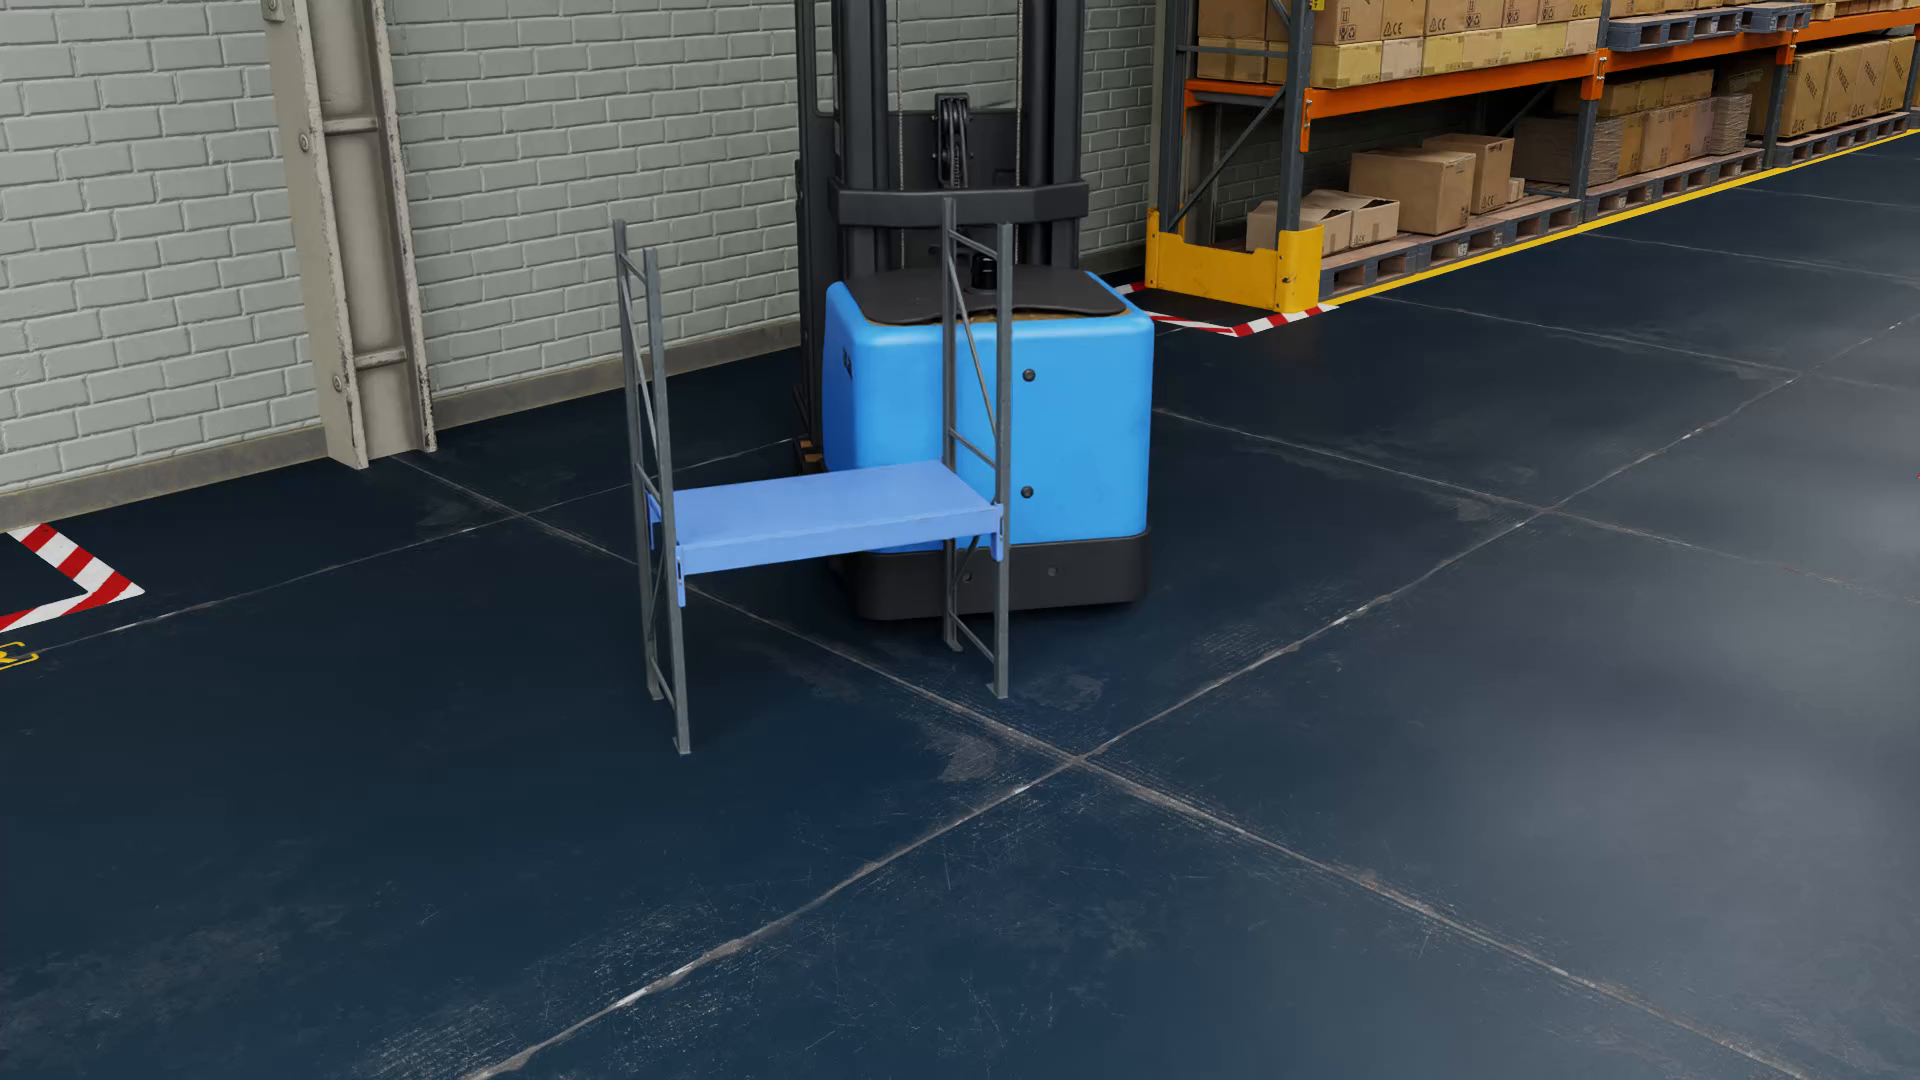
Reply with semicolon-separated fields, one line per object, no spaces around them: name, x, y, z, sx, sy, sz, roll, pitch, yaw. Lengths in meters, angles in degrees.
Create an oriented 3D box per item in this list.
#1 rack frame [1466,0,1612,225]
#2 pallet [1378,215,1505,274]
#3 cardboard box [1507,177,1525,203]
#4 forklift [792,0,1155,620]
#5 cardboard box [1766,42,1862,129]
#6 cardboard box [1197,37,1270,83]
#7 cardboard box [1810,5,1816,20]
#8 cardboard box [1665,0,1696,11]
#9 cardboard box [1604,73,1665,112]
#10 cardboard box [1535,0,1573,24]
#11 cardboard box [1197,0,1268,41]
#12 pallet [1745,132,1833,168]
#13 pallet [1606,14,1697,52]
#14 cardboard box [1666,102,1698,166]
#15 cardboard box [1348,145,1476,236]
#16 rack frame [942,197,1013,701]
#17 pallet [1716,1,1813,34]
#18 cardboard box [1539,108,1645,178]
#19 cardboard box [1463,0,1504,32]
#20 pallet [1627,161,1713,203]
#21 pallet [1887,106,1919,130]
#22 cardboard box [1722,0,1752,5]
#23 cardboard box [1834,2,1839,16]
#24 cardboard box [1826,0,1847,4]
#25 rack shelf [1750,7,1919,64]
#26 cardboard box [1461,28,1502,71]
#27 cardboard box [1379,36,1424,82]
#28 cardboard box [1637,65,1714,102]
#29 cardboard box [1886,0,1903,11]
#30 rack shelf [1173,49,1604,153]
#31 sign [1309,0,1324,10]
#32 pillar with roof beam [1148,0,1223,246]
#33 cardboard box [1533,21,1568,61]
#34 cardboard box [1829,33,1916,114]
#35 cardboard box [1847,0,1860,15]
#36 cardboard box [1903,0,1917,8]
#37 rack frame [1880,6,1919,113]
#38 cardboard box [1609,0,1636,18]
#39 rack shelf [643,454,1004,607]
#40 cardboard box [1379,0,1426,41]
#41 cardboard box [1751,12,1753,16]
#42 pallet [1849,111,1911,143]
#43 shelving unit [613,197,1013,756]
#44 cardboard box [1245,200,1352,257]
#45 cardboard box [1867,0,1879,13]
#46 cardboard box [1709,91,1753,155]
rack frame;4.459;-3.976;12.739;1.000;3.000;0.127;19;28;41
pallet;3.164;-2.178;11.947;1.003;0.211;1.213;19;28;41
cardboard box;4.107;-2.714;12.791;0.380;0.166;0.250;15;26;34
forklift;-0.121;-1.589;6.624;1.130;2.935;3.031;-4;21;-10
cardboard box;8.472;-4.577;16.712;0.750;0.750;0.750;19;28;40
cardboard box;1.855;-3.056;10.526;0.500;0.250;0.500;-20;28;-41
cardboard box;7.827;-4.986;15.688;0.250;0.149;0.380;-20;29;-41
cardboard box;5.670;-4.670;13.790;0.500;0.500;0.700;-16;26;-35
cardboard box;5.625;-3.807;14.124;0.500;0.250;0.500;18;28;39
cardboard box;4.006;-3.937;11.773;0.500;0.500;0.500;19;28;40
cardboard box;1.845;-3.412;10.406;0.500;0.500;0.500;19;28;40
pallet;7.853;-3.887;16.392;1.003;0.211;1.213;19;28;41
pallet;5.096;-4.047;13.190;1.003;0.211;1.213;19;28;41
cardboard box;6.015;-3.607;14.648;0.700;0.500;0.500;19;28;40
cardboard box;3.161;-2.465;11.677;0.700;0.500;0.500;17;27;37
rack frame;0.047;-0.278;5.207;0.032;1.500;0.500;-8;22;-20
pallet;6.828;-4.705;14.902;1.213;0.211;1.003;19;28;41
cardboard box;5.285;-3.354;13.990;0.700;0.500;0.500;19;28;40
cardboard box;3.285;-3.676;11.095;0.500;0.500;0.500;-19;28;-40
pallet;5.852;-3.190;14.581;1.003;0.211;1.213;19;28;41
pallet;10.626;-4.907;19.047;1.003;0.211;1.213;19;28;41
cardboard box;6.558;-4.983;14.605;0.700;0.500;0.500;16;26;36
cardboard box;8.335;-5.197;16.238;0.250;0.149;0.380;-19;28;-41
cardboard box;8.143;-5.392;15.841;0.500;0.500;0.500;-19;28;-40
rack shelf;8.644;-5.183;16.881;1.077;0.370;4.000;19;28;41
cardboard box;3.302;-3.329;11.237;0.500;0.250;0.500;20;28;41
cardboard box;2.588;-3.070;10.563;0.500;0.250;0.500;18;28;39
cardboard box;6.342;-4.064;14.793;0.500;0.250;0.500;-20;28;-41
cardboard box;9.492;-5.558;17.177;0.380;0.149;0.250;19;28;41
rack shelf;3.064;-3.126;11.530;1.077;0.370;4.000;19;28;41
sign;2.057;-3.216;9.555;0.100;0.325;0.005;19;28;41
pillar with roof beam;4.621;-5.067;7.216;9.100;9.000;0.400;19;28;41
cardboard box;3.992;-3.592;11.920;0.500;0.250;0.500;19;28;41
cardboard box;9.679;-5.026;17.880;0.750;0.750;0.750;20;28;41
cardboard box;8.707;-5.320;16.558;0.380;0.149;0.250;19;28;41
cardboard box;9.847;-5.696;17.536;0.250;0.149;0.380;-20;28;-41
rack frame;10.040;-6.033;18.089;1.000;3.000;0.127;19;28;41
cardboard box;4.838;-4.351;12.960;0.700;0.500;0.500;19;28;41
rack shelf;-0.427;-0.045;5.101;1.000;0.185;0.538;-8;22;-20
cardboard box;2.569;-3.409;10.400;0.500;0.500;0.500;19;28;41
cardboard box;7.464;-5.110;16.012;0.380;0.149;0.250;20;28;41
pallet;9.555;-4.514;18.024;1.003;0.211;1.213;19;28;41
shelving unit;-0.427;-0.212;5.037;1.048;1.500;0.538;-8;22;-20
cardboard box;2.215;-2.054;10.871;0.500;0.311;0.500;15;26;35
cardboard box;9.089;-5.451;16.899;0.380;0.149;0.250;18;28;39
cardboard box;6.784;-3.845;15.268;0.500;0.500;0.700;-20;29;-41
